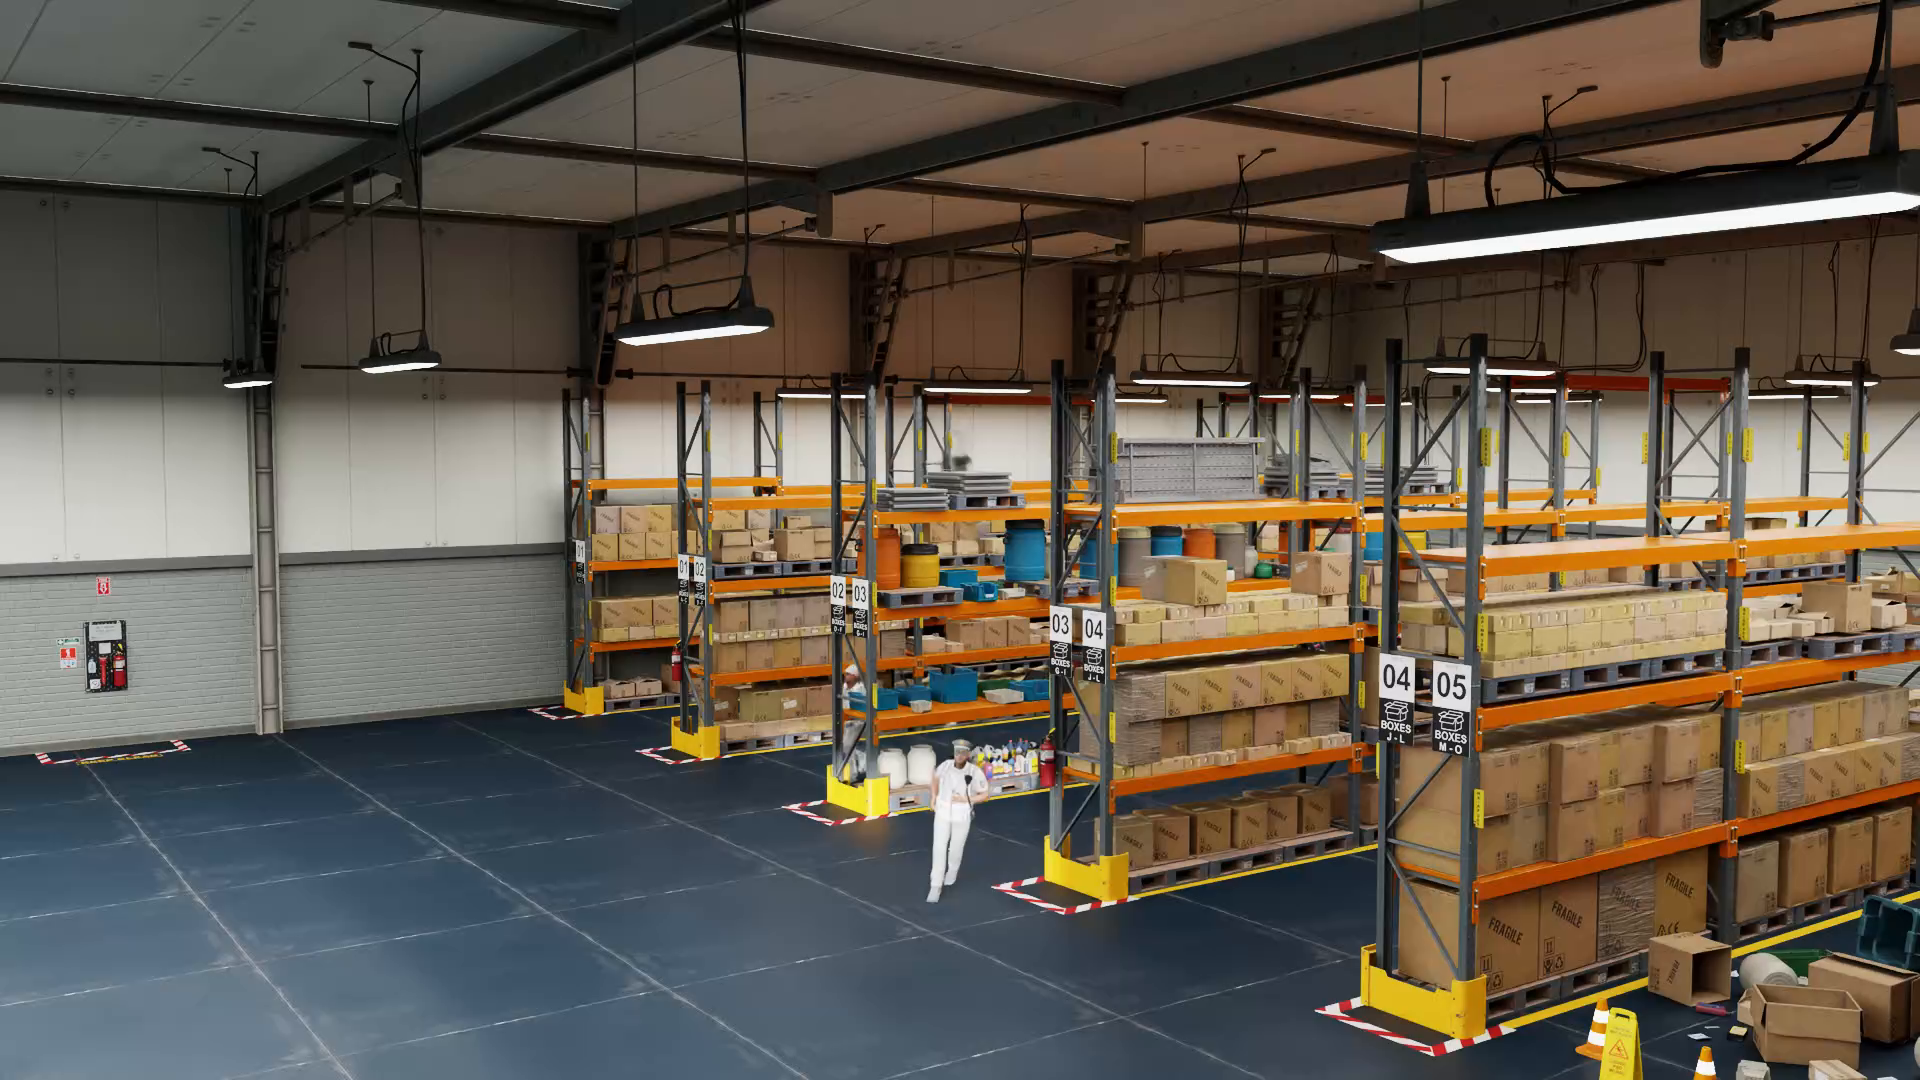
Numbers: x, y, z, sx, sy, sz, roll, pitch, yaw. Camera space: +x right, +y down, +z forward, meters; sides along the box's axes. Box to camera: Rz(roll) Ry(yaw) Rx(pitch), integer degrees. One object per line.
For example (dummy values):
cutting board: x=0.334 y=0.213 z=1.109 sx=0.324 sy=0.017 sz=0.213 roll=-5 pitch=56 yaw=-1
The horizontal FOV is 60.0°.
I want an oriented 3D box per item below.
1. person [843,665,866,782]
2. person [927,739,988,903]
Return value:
person: x=-1.537 y=2.716 z=24.647 sx=0.585 sy=1.745 sz=0.699 roll=-3 pitch=5 yaw=-36
person: x=-0.012 y=3.103 z=18.651 sx=0.683 sy=1.786 sz=0.924 roll=1 pitch=4 yaw=10
